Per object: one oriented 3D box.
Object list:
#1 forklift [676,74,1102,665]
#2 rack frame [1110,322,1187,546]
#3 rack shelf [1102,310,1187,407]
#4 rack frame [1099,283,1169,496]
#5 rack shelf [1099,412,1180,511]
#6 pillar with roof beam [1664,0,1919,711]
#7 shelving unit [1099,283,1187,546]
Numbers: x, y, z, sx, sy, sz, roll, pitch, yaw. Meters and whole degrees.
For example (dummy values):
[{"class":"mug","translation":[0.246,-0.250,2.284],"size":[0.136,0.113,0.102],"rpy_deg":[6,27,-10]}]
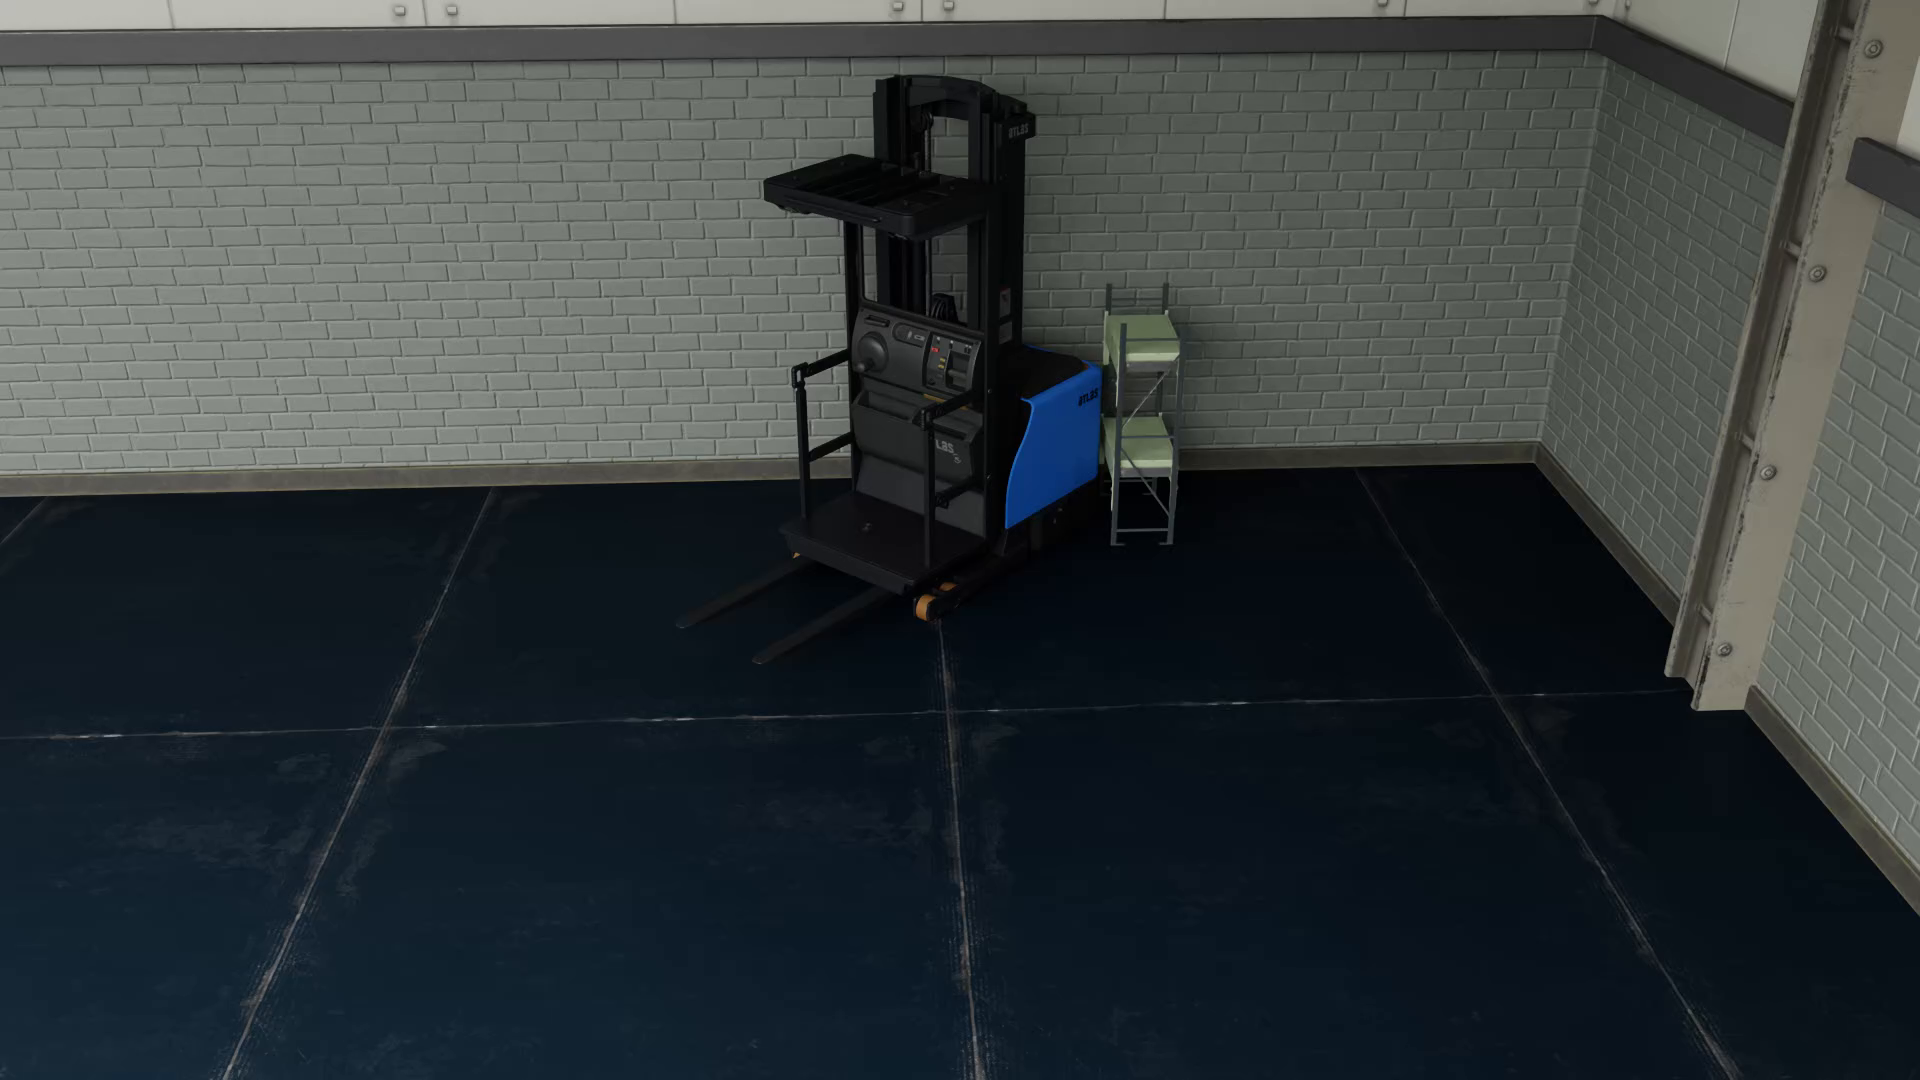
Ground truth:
[{"class":"forklift","translation":[-0.393,-1.074,9.639],"size":[1.130,2.935,3.031],"rpy_deg":[20,34,34]},{"class":"rack frame","translation":[1.168,-0.638,10.351],"size":[0.400,1.500,0.023],"rpy_deg":[-1,28,-2]},{"class":"rack shelf","translation":[1.153,-1.153,10.494],"size":[0.431,0.370,0.720],"rpy_deg":[-1,28,-2]},{"class":"rack frame","translation":[1.139,-0.976,10.999],"size":[0.400,1.500,0.023],"rpy_deg":[-1,28,-2]},{"class":"rack shelf","translation":[1.154,-0.518,10.826],"size":[0.431,0.370,0.720],"rpy_deg":[-1,28,-2]},{"class":"pillar with roof beam","translation":[-0.188,-3.059,6.885],"size":[9.100,9.000,0.400],"rpy_deg":[-1,28,-3]},{"class":"shelving unit","translation":[1.154,-0.807,10.675],"size":[0.431,1.500,0.755],"rpy_deg":[-1,28,-2]}]
